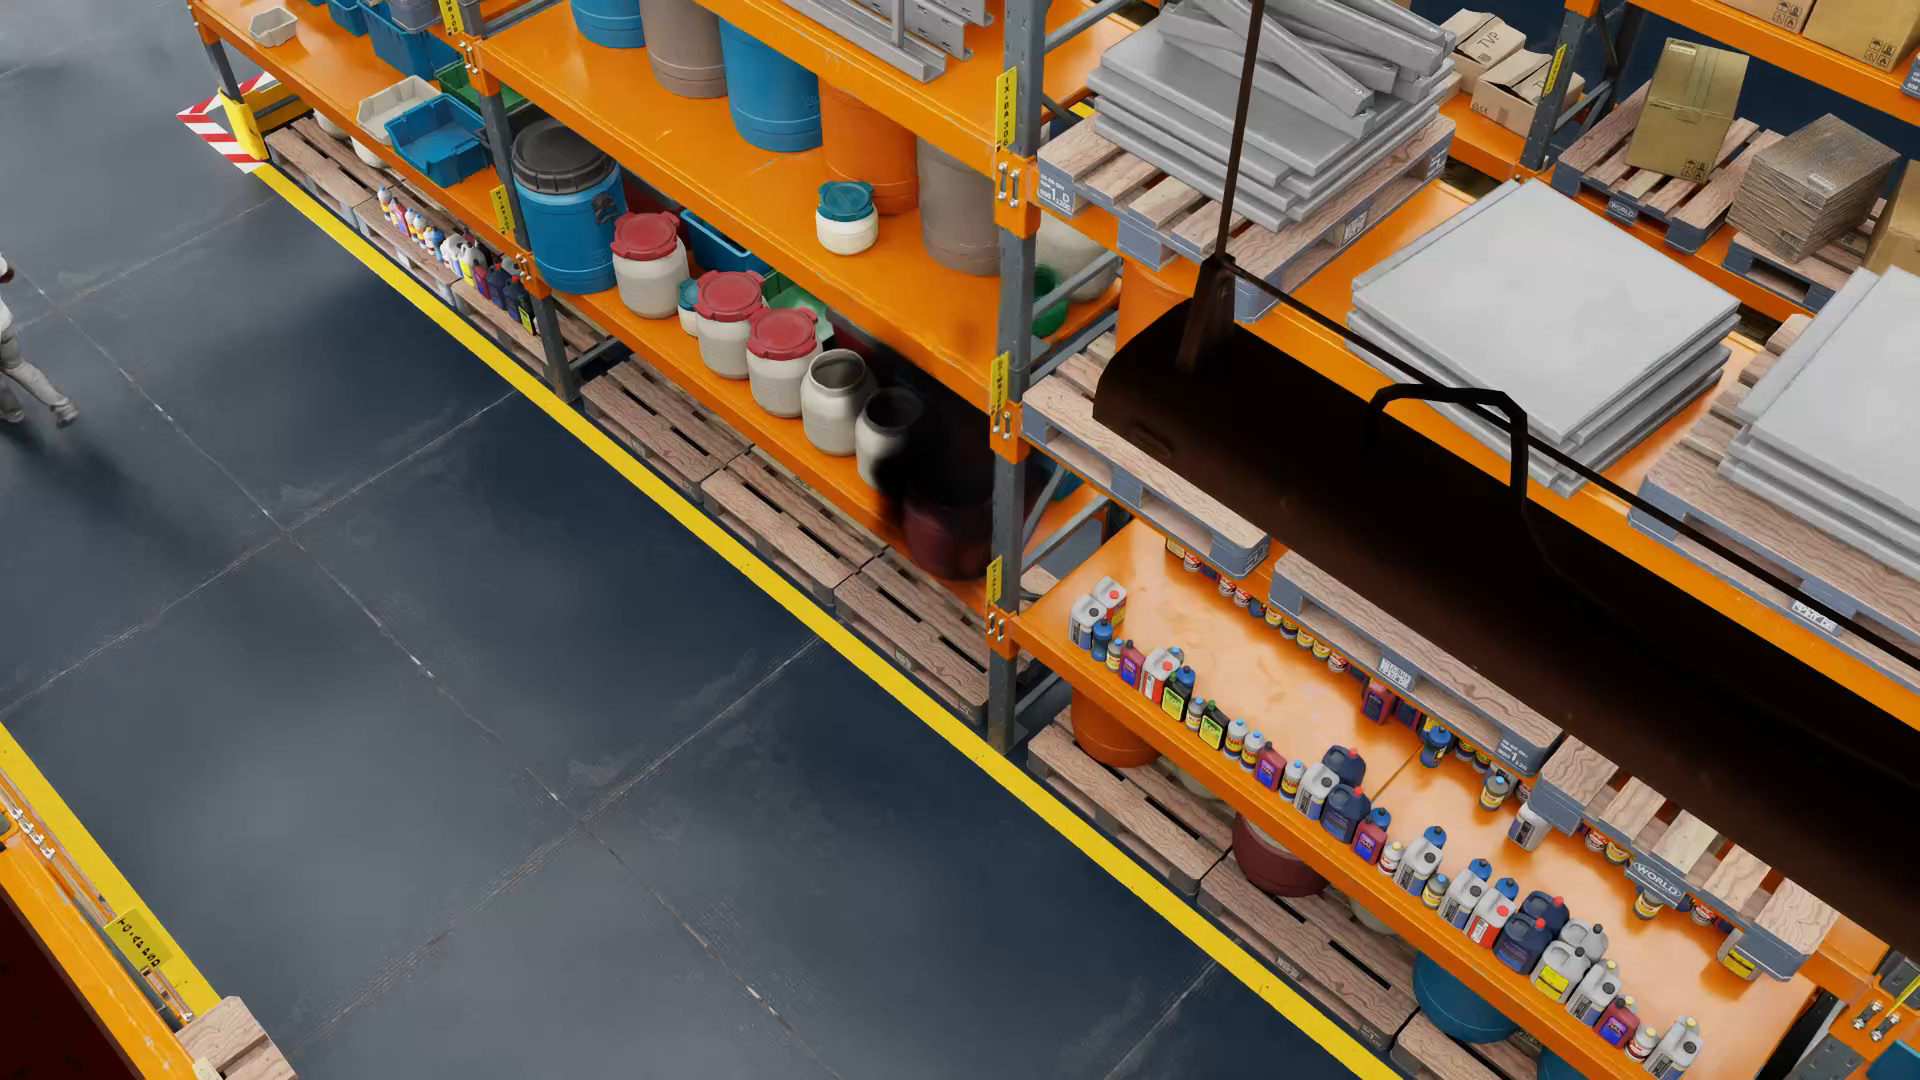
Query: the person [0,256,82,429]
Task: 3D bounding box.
[{"bbox_3d":[-6.087,-1.295,10.312,0.897,1.745,0.712,24,54,19],"label":"person"}]
